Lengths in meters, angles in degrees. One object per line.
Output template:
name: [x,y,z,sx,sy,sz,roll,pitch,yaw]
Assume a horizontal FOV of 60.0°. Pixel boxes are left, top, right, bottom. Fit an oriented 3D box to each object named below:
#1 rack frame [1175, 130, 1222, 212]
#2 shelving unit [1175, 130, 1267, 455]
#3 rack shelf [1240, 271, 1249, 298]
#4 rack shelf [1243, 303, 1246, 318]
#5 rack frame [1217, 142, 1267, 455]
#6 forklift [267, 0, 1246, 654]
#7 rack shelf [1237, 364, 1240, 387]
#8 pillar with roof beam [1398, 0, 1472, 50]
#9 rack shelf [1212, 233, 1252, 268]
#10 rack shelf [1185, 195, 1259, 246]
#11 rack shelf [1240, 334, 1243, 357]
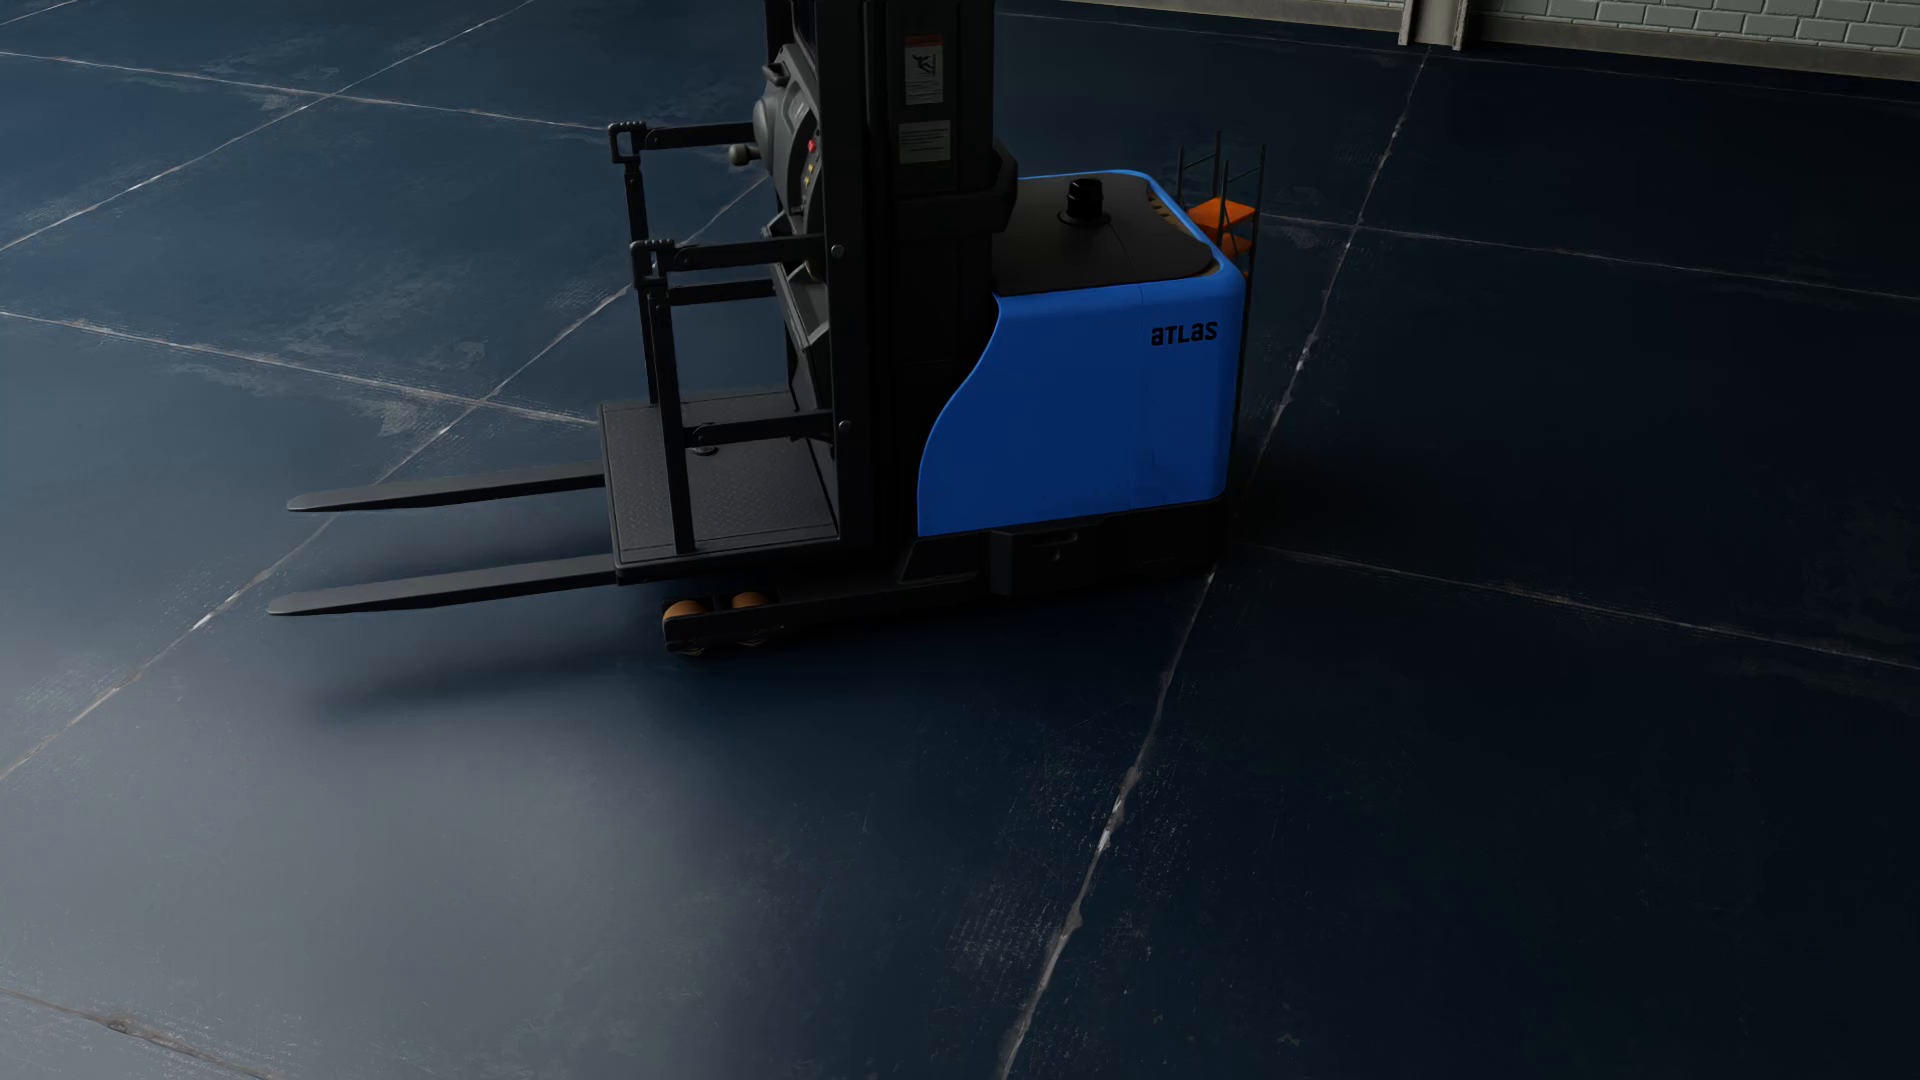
rack frame: [0.819,-0.859,5.974,0.006,1.200,0.240,26,41,35]
shelving unit: [0.886,-0.825,5.922,0.189,1.200,0.258,26,41,35]
rack shelf: [0.886,-0.889,5.881,0.180,0.103,0.258,26,41,35]
rack shelf: [0.886,-0.788,5.946,0.180,0.103,0.258,26,41,35]
rack frame: [0.954,-0.792,5.870,0.006,1.200,0.240,26,41,35]
forklift: [-0.689,-1.191,4.892,3.031,2.935,1.130,-7,34,-11]
rack shelf: [0.887,-0.586,6.076,0.180,0.103,0.258,26,41,35]
pillar with roof beam: [1.600,-4.808,4.900,0.400,9.000,9.100,11,34,16]
rack shelf: [0.886,-0.990,5.816,0.180,0.103,0.258,26,41,35]
rack shelf: [0.886,-1.091,5.751,0.180,0.103,0.258,26,41,35]
rack shelf: [0.887,-0.687,6.011,0.180,0.103,0.258,26,41,35]
